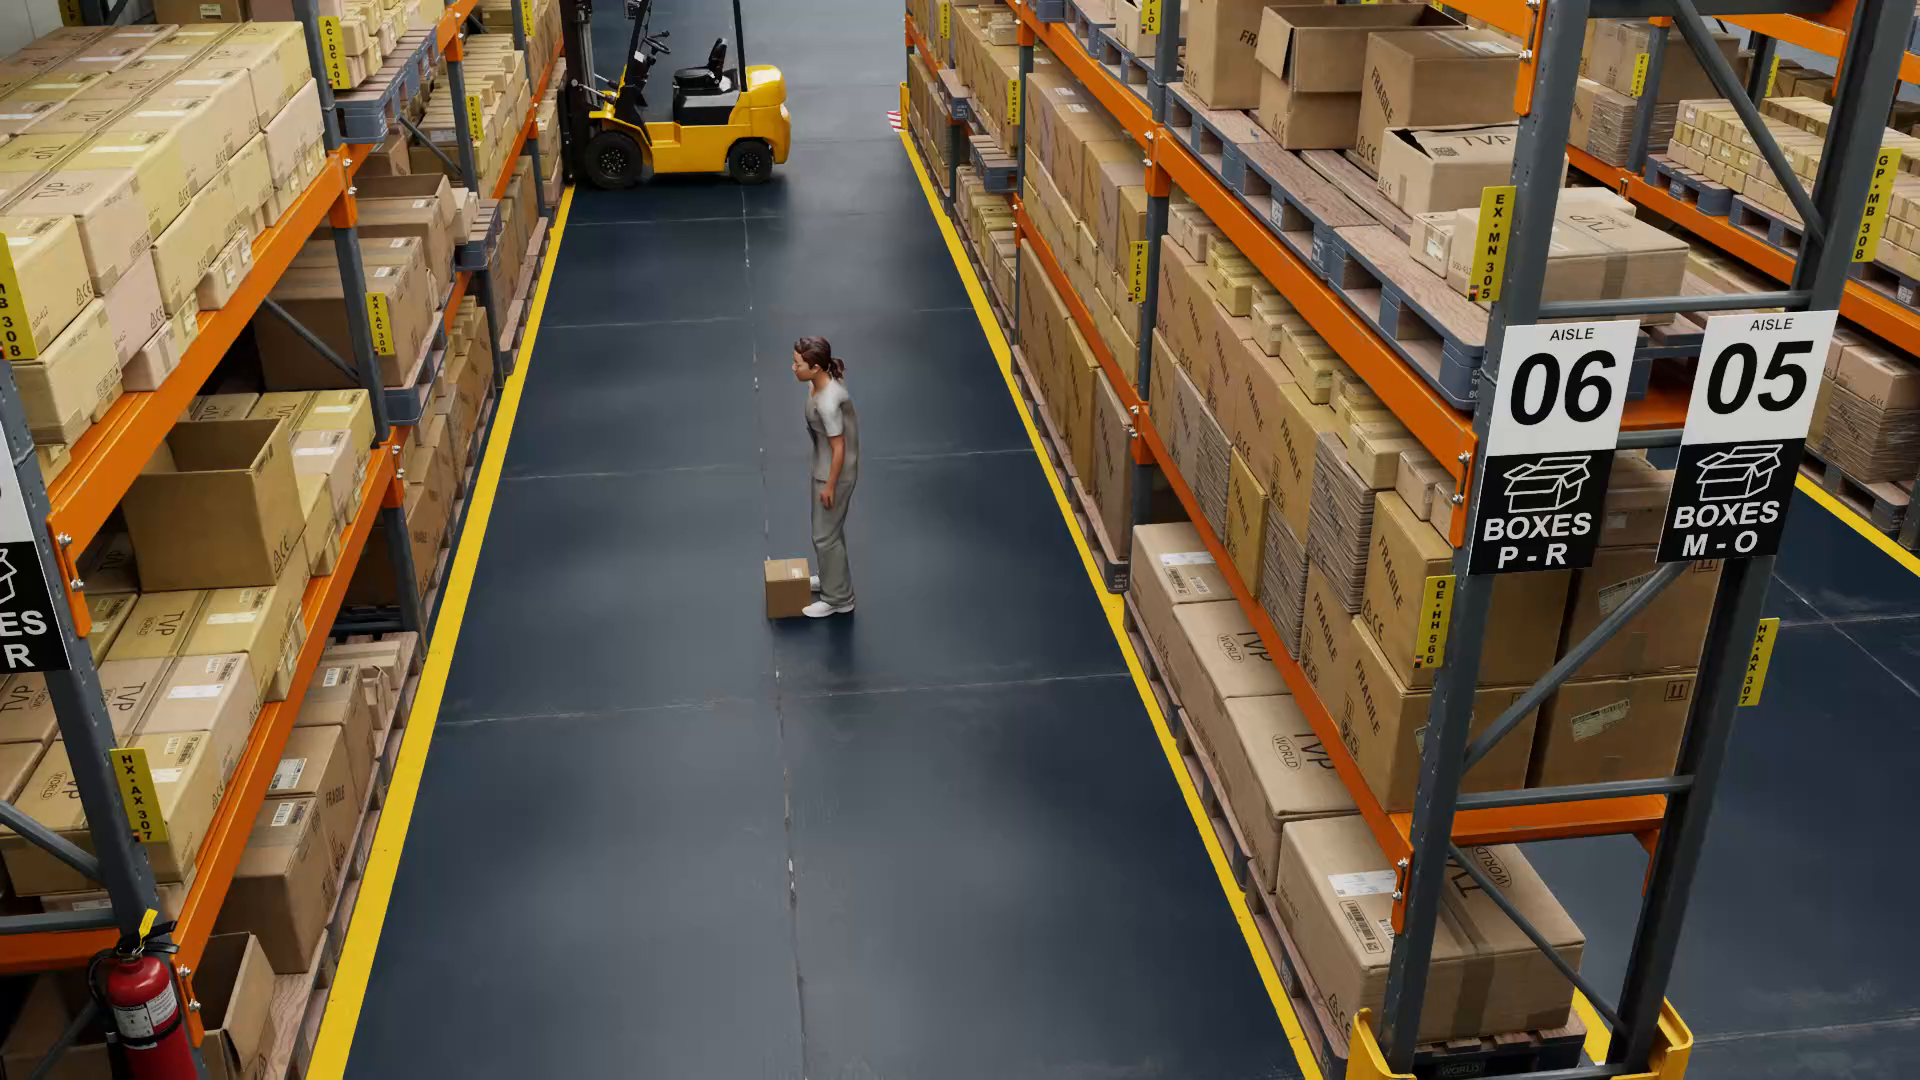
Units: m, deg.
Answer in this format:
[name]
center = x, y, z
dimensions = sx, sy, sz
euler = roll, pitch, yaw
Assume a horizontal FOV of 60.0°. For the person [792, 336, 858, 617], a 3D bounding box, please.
[person]
center = -0.754, -0.371, 9.341
dimensions = 0.367, 1.671, 0.514
euler = -5, 28, -10
